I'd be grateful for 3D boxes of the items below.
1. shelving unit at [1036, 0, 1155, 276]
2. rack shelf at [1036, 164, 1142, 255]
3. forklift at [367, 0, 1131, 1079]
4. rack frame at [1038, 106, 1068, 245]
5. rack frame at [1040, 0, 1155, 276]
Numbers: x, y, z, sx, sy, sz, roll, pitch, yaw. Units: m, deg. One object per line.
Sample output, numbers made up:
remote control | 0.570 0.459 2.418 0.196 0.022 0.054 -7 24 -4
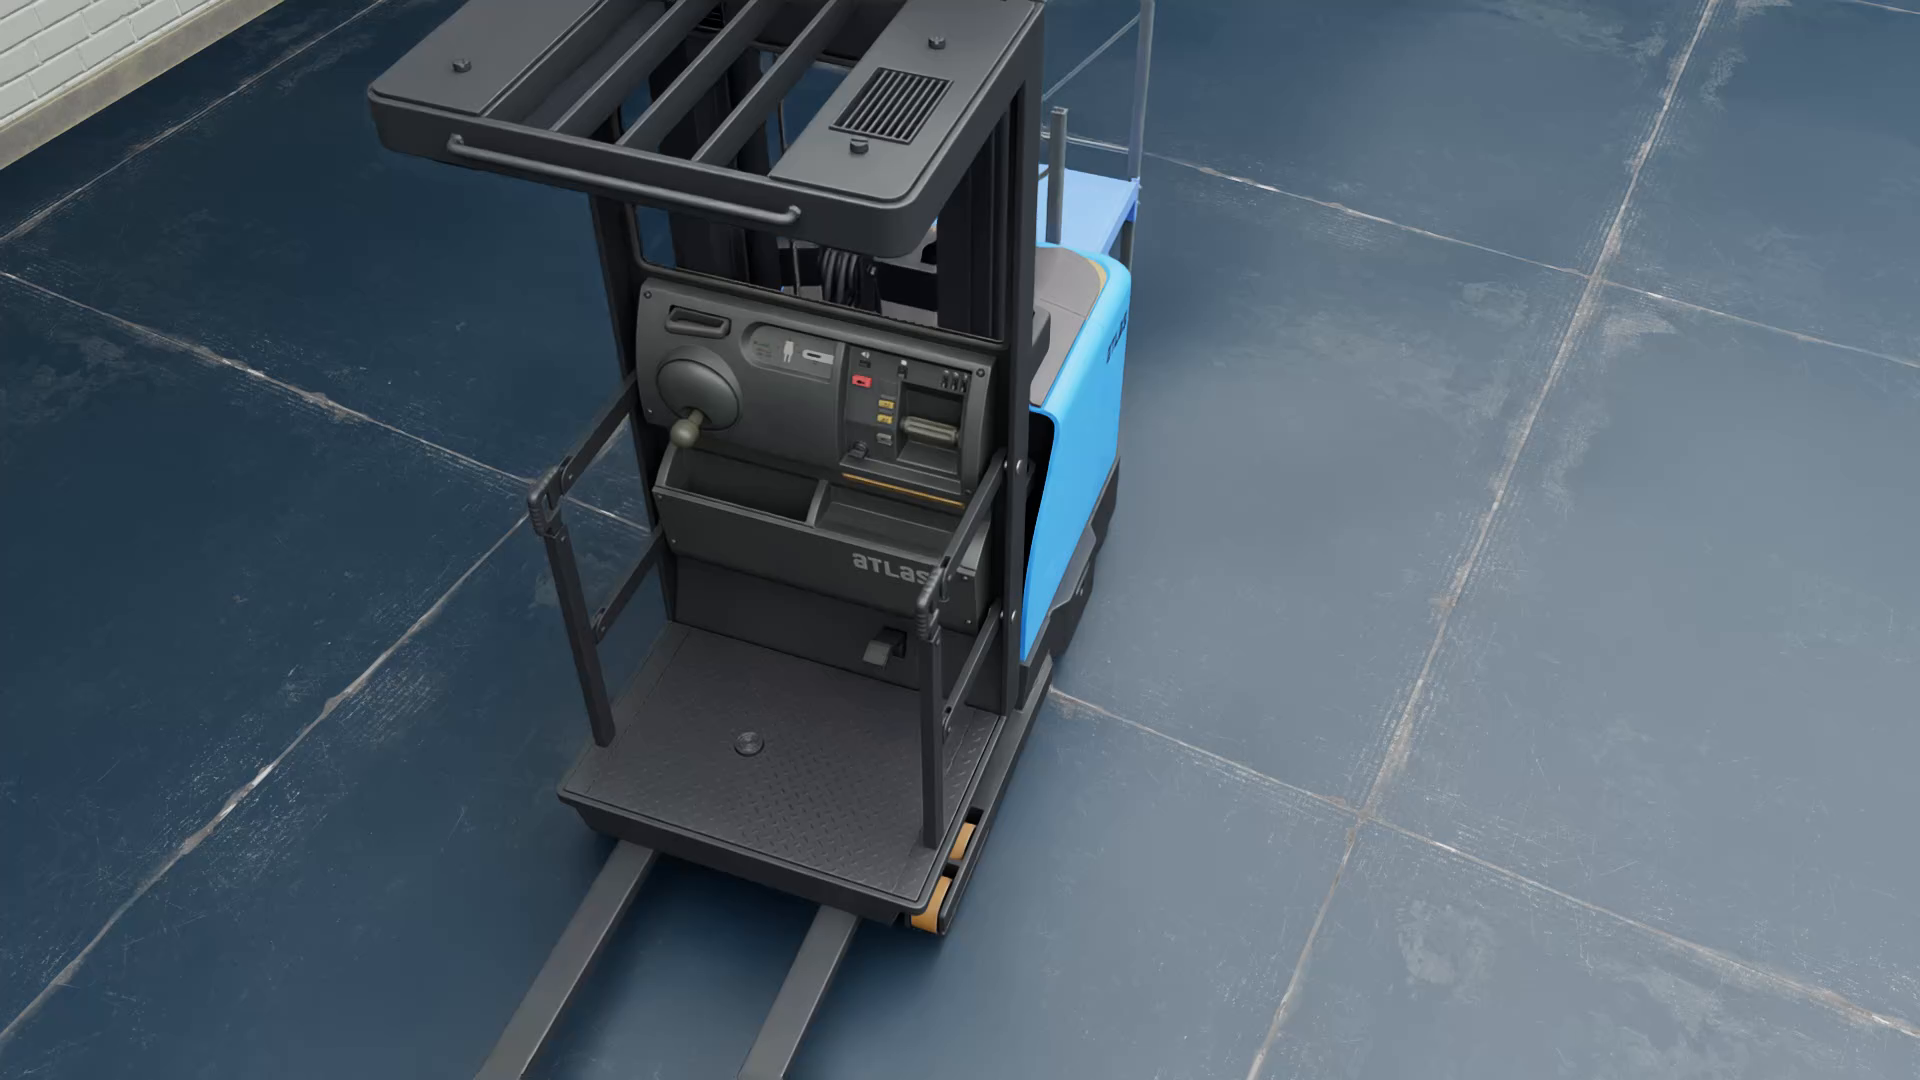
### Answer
shelving unit | 0.252 -1.132 5.814 0.538 1.500 1.048 15 47 14
rack shelf | 0.252 -1.005 5.942 0.538 0.185 1.000 15 47 14
forklift | -0.444 -0.271 3.957 1.130 2.935 3.031 15 47 14
rack frame | 0.077 -0.792 5.478 0.500 1.500 0.032 15 47 14
rack frame | 0.427 -1.471 6.150 0.500 1.500 0.032 15 47 14
